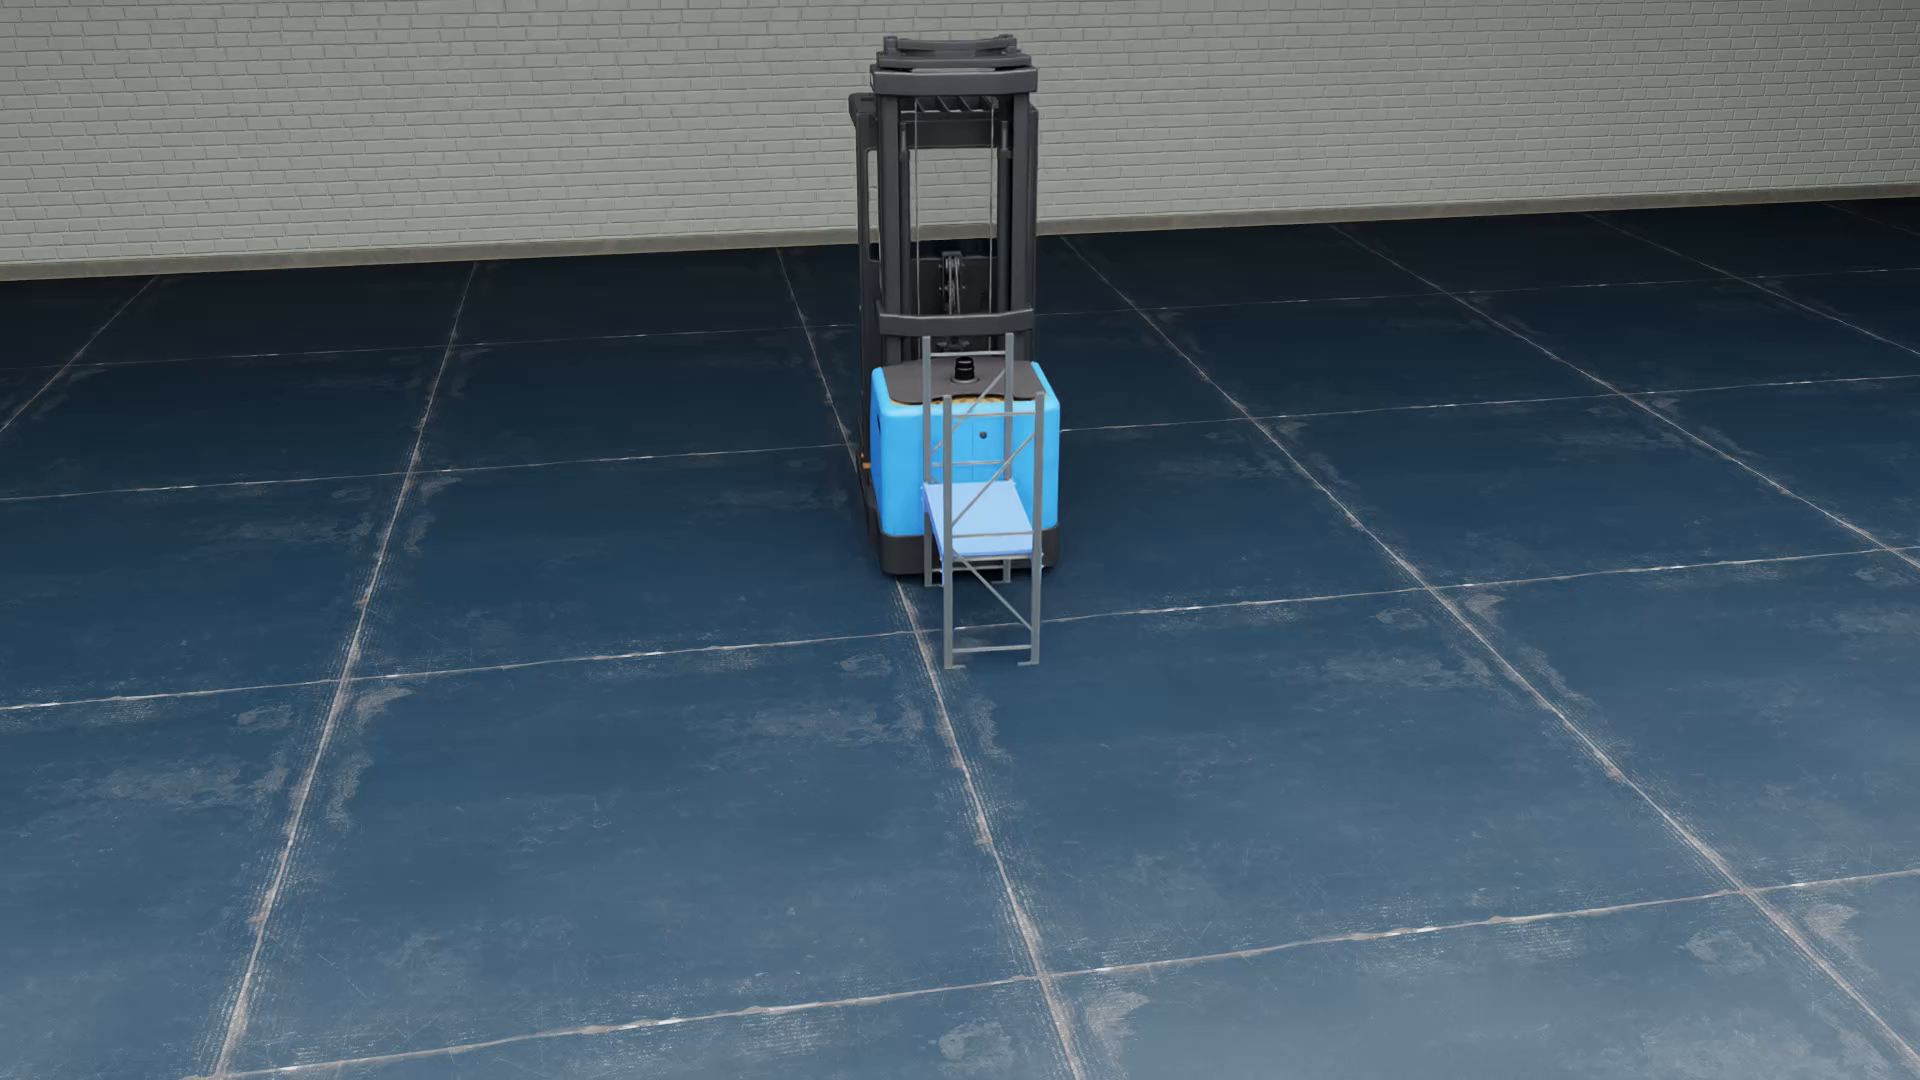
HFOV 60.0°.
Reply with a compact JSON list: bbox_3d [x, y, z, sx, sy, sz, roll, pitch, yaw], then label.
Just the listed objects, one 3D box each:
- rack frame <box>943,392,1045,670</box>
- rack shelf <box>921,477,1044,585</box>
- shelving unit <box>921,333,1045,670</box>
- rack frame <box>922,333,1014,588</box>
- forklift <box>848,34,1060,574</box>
[{"bbox_3d":[0.166,-0.024,8.432,0.500,1.500,0.032,-3,24,-6],"label":"rack frame"},{"bbox_3d":[0.105,-0.061,8.966,0.538,0.185,1.000,-3,24,-6],"label":"rack shelf"},{"bbox_3d":[0.105,-0.226,8.894,0.538,1.500,1.048,-3,24,-6],"label":"shelving unit"},{"bbox_3d":[0.044,-0.428,9.357,0.500,1.500,0.032,-3,24,-6],"label":"rack frame"},{"bbox_3d":[-0.107,-1.700,10.480,1.130,2.935,3.031,-3,24,-6],"label":"forklift"}]
